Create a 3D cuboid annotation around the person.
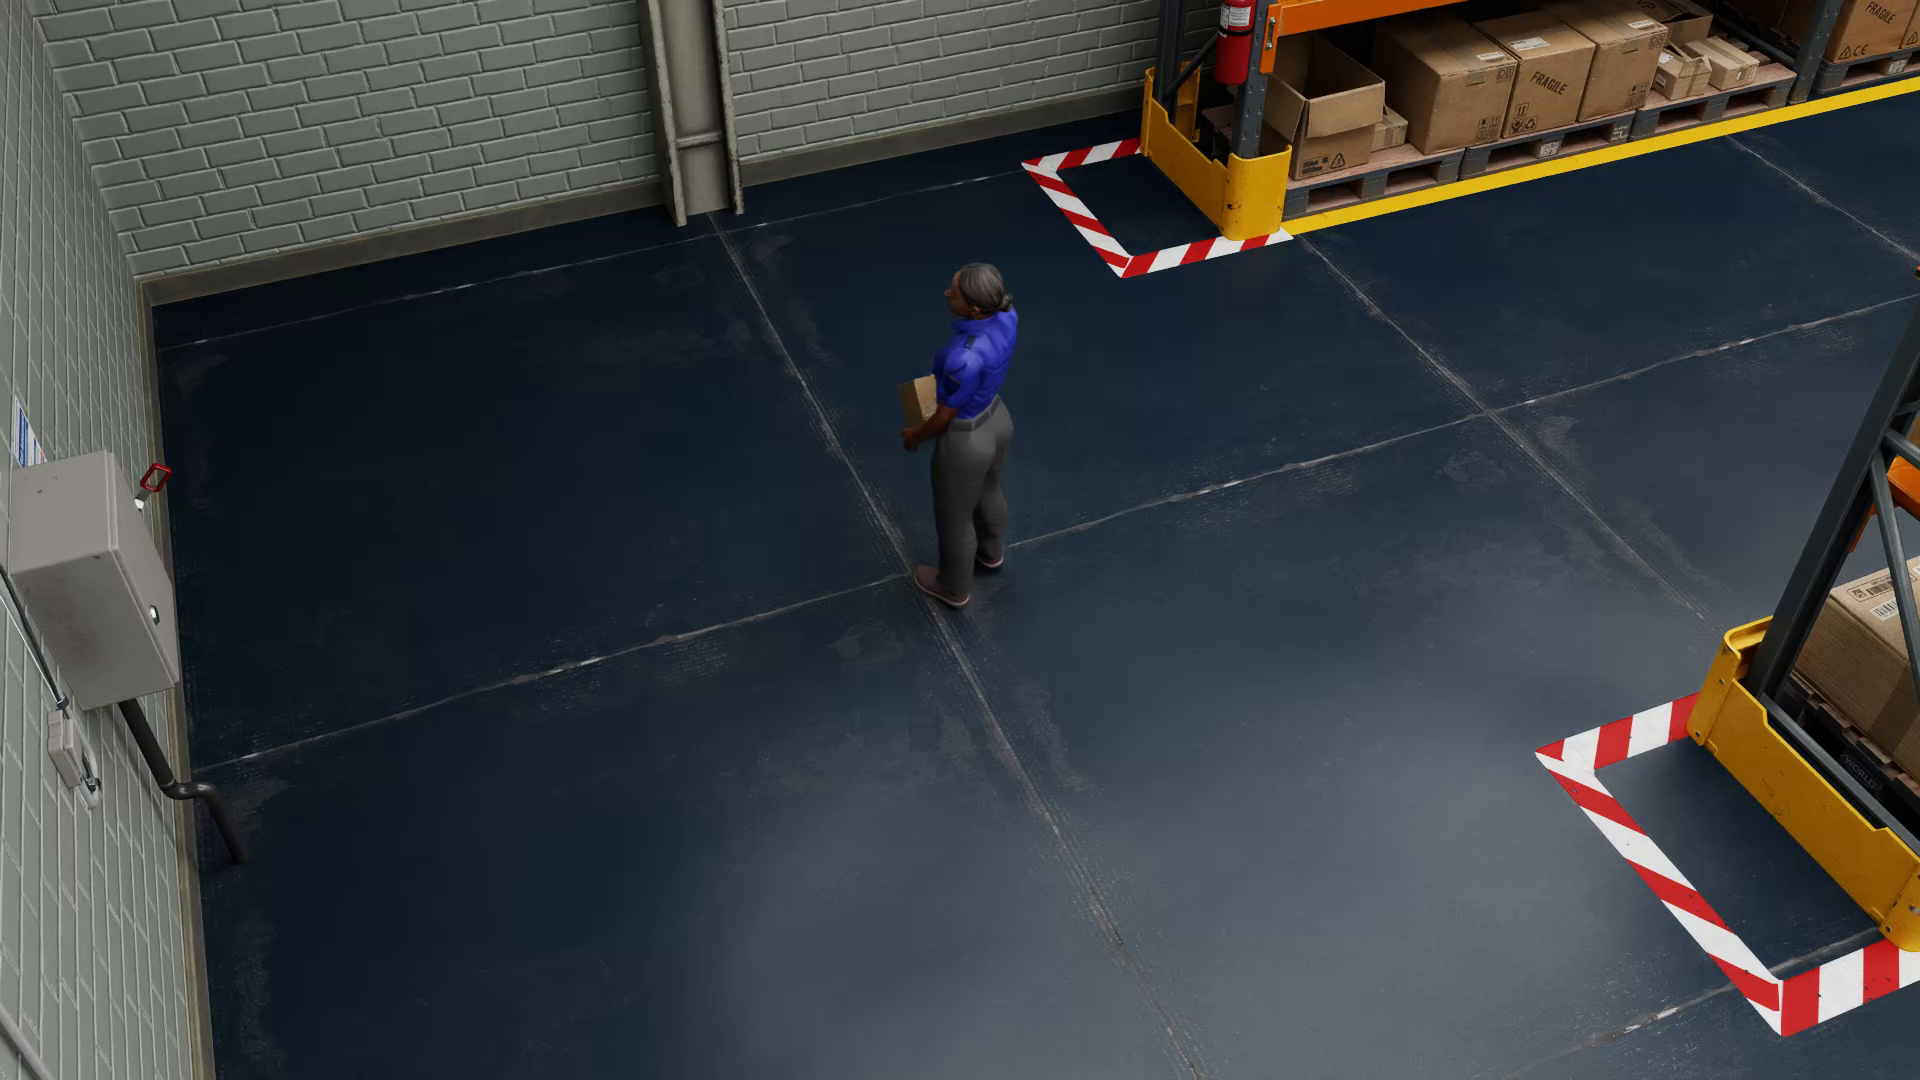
[{"bbox_3d":[0.017,-0.446,6.641,0.420,1.661,0.554,19,45,20],"label":"person"}]
